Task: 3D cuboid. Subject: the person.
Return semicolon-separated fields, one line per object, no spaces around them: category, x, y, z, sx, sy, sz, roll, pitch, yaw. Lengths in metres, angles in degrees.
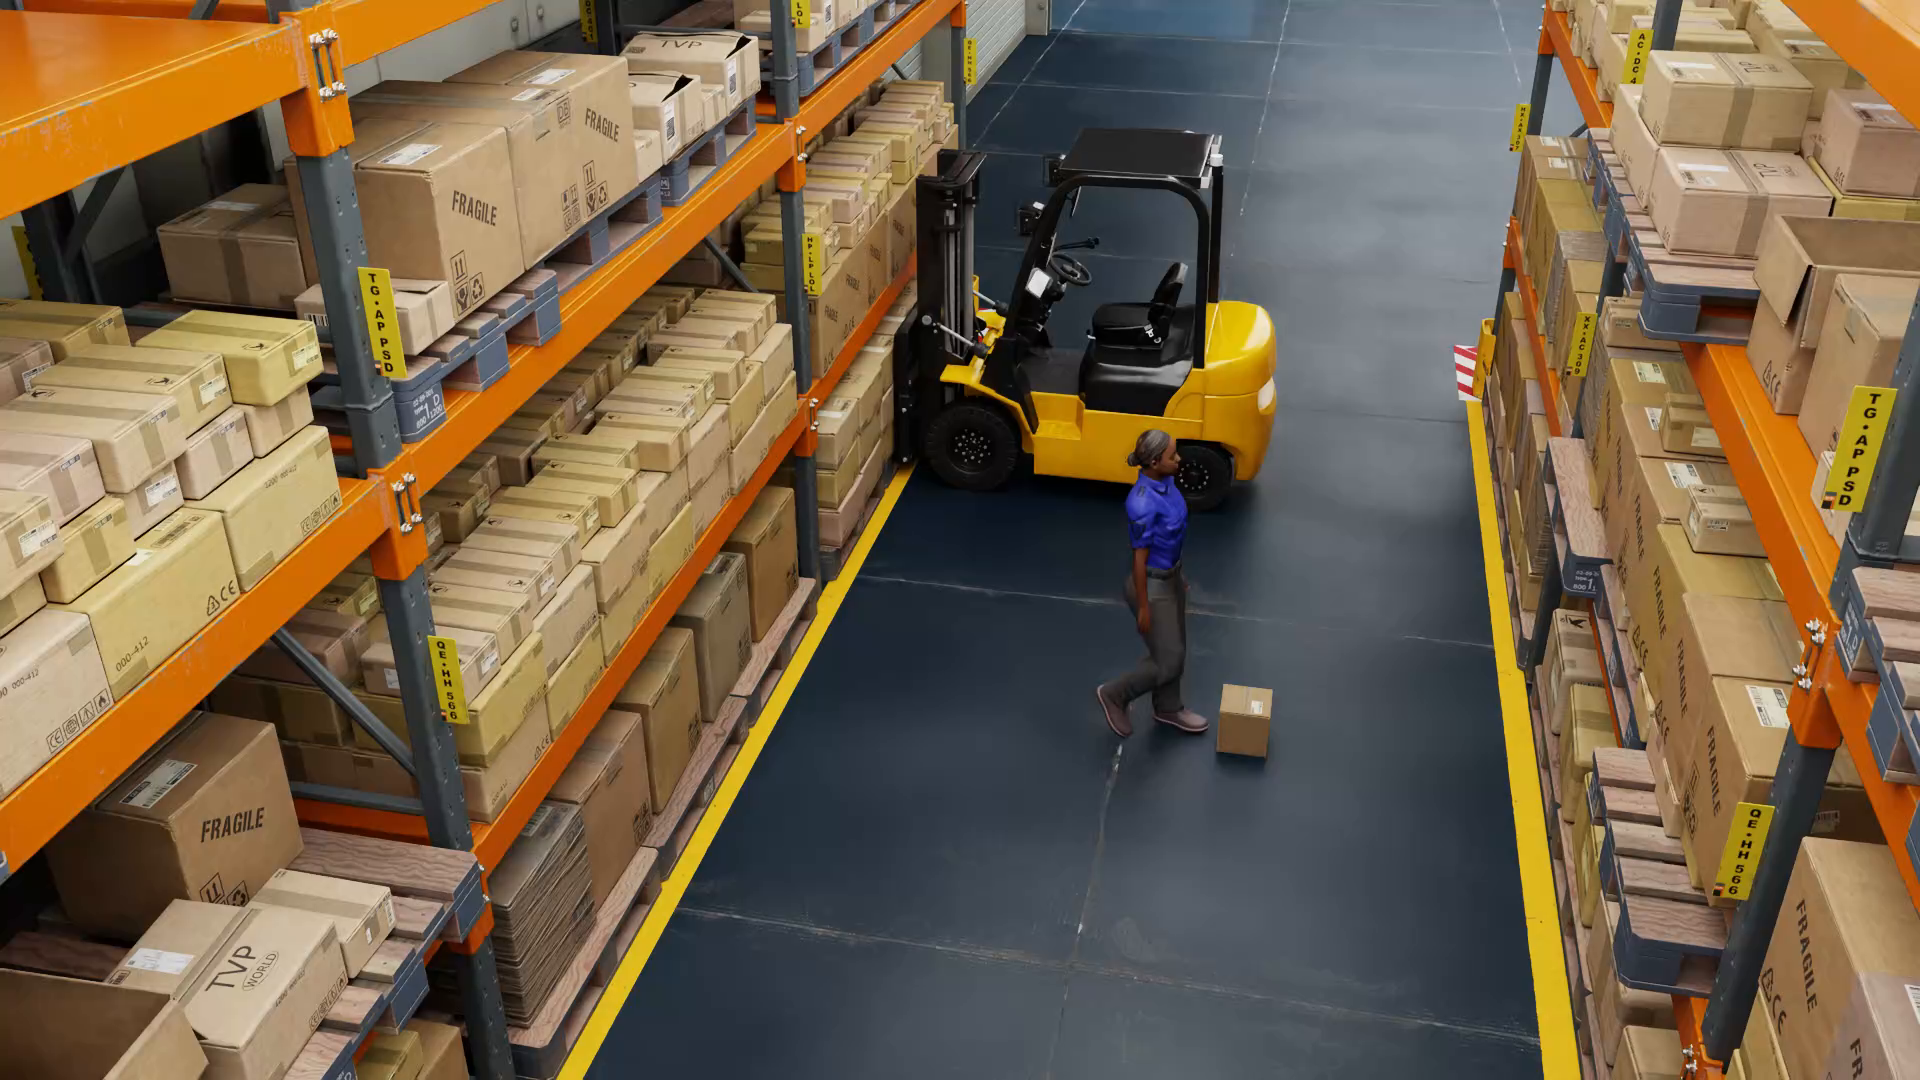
person;0.991;0.232;8.149;0.551;1.655;0.490;11;31;18
